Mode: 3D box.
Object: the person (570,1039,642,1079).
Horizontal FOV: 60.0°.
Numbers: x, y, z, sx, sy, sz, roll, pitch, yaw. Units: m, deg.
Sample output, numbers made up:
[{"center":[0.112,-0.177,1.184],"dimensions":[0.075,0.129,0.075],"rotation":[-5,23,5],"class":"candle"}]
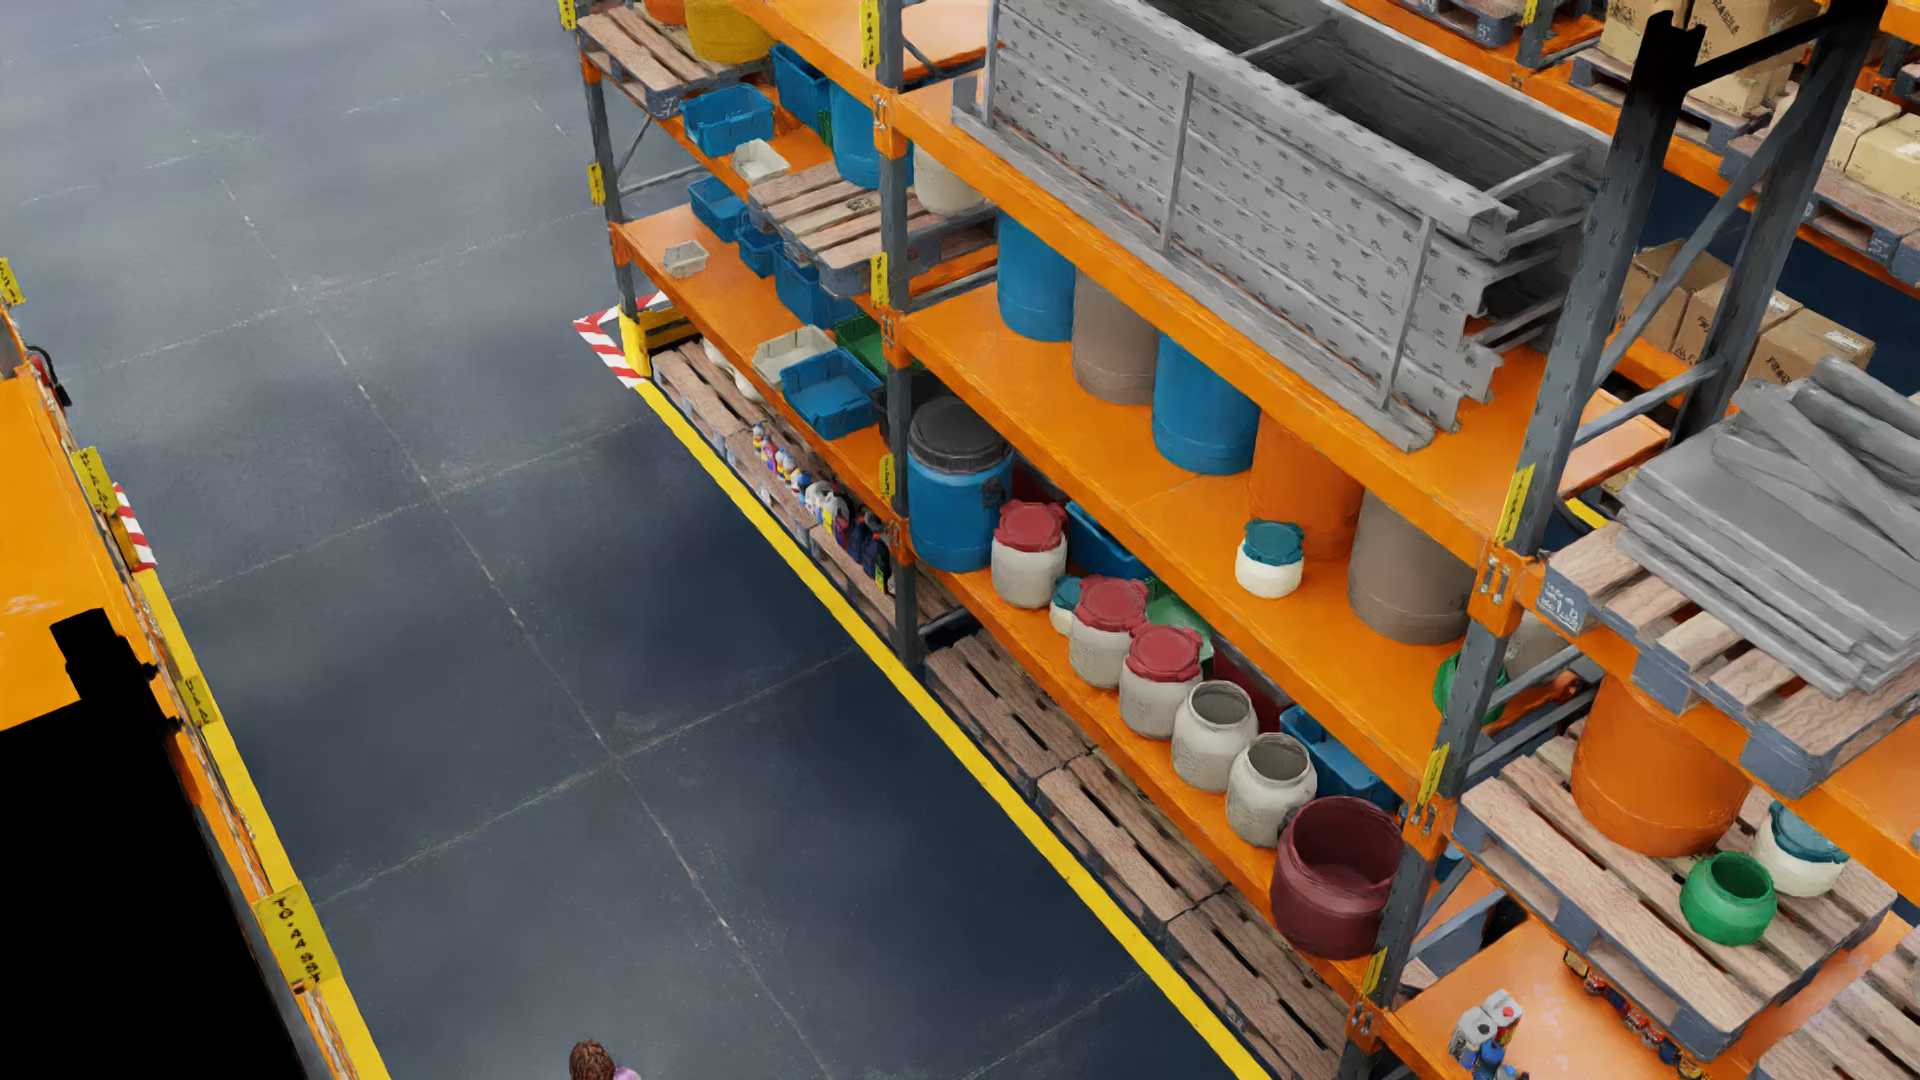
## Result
[{"center":[-1.544,2.792,7.588],"dimensions":[0.417,1.517,1.036],"rotation":[-22,47,-22],"class":"person"}]
